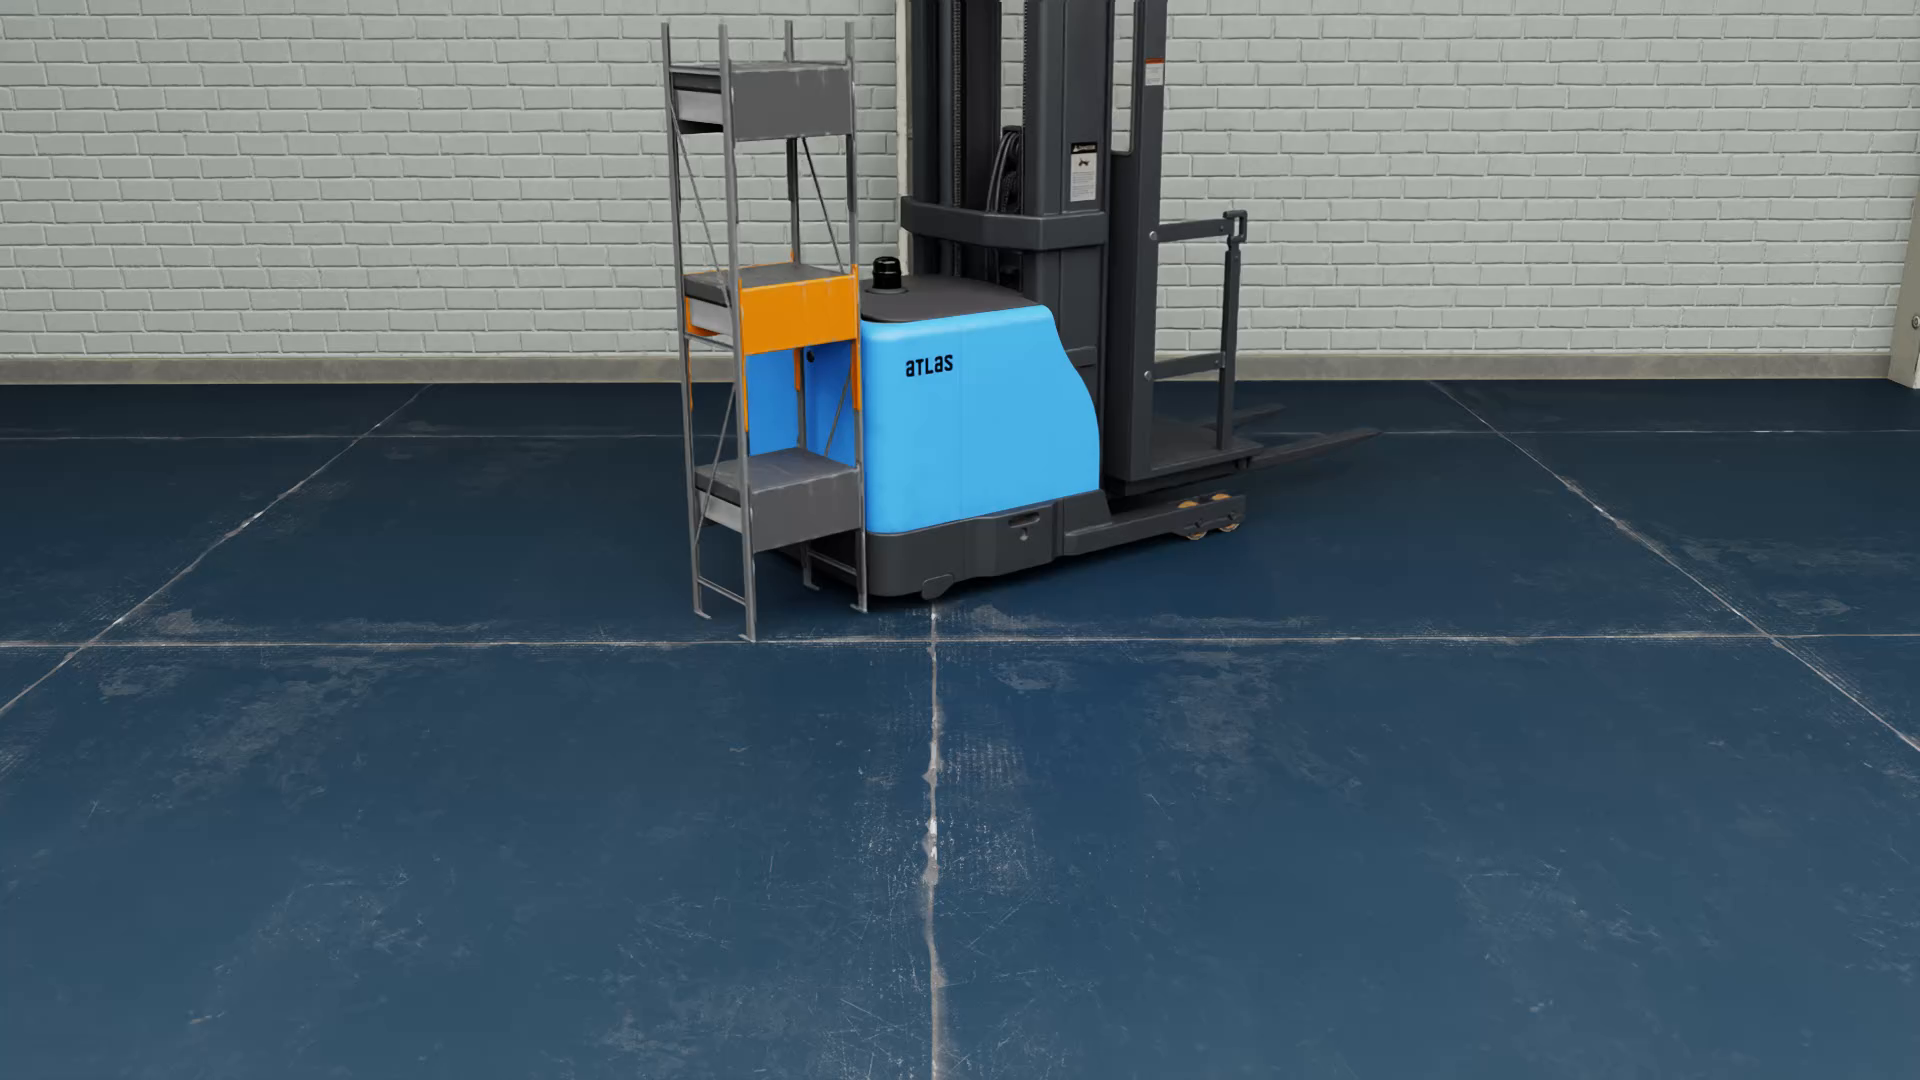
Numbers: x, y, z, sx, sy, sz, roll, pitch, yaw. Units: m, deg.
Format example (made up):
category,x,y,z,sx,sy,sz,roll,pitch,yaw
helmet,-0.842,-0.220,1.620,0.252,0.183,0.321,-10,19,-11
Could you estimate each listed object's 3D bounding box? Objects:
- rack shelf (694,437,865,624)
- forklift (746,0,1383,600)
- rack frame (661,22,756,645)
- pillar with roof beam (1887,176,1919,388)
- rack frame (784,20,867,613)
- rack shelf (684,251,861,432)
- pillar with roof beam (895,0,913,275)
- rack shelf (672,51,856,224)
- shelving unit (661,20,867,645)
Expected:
category,x,y,z,sx,sy,sz,roll,pitch,yaw
rack shelf,-0.668,-0.047,6.078,0.480,0.518,0.431,-15,23,-37
forklift,0.612,-1.510,6.955,3.031,2.935,1.130,-13,22,-35
rack frame,-0.859,-0.674,5.706,0.015,2.100,0.400,-15,23,-37
pillar with roof beam,5.907,-3.918,4.528,0.400,9.000,9.100,0,18,-1
rack frame,-0.480,-0.773,5.997,0.015,2.100,0.400,-15,23,-37
rack shelf,-0.670,-0.711,5.856,0.480,0.518,0.431,-15,23,-37
pillar with roof beam,-0.092,-3.889,4.437,0.400,9.000,9.100,0,18,-1
rack shelf,-0.672,-1.374,5.633,0.480,0.518,0.431,-15,23,-37
shelving unit,-0.670,-0.724,5.851,0.503,2.100,0.431,-15,23,-37
